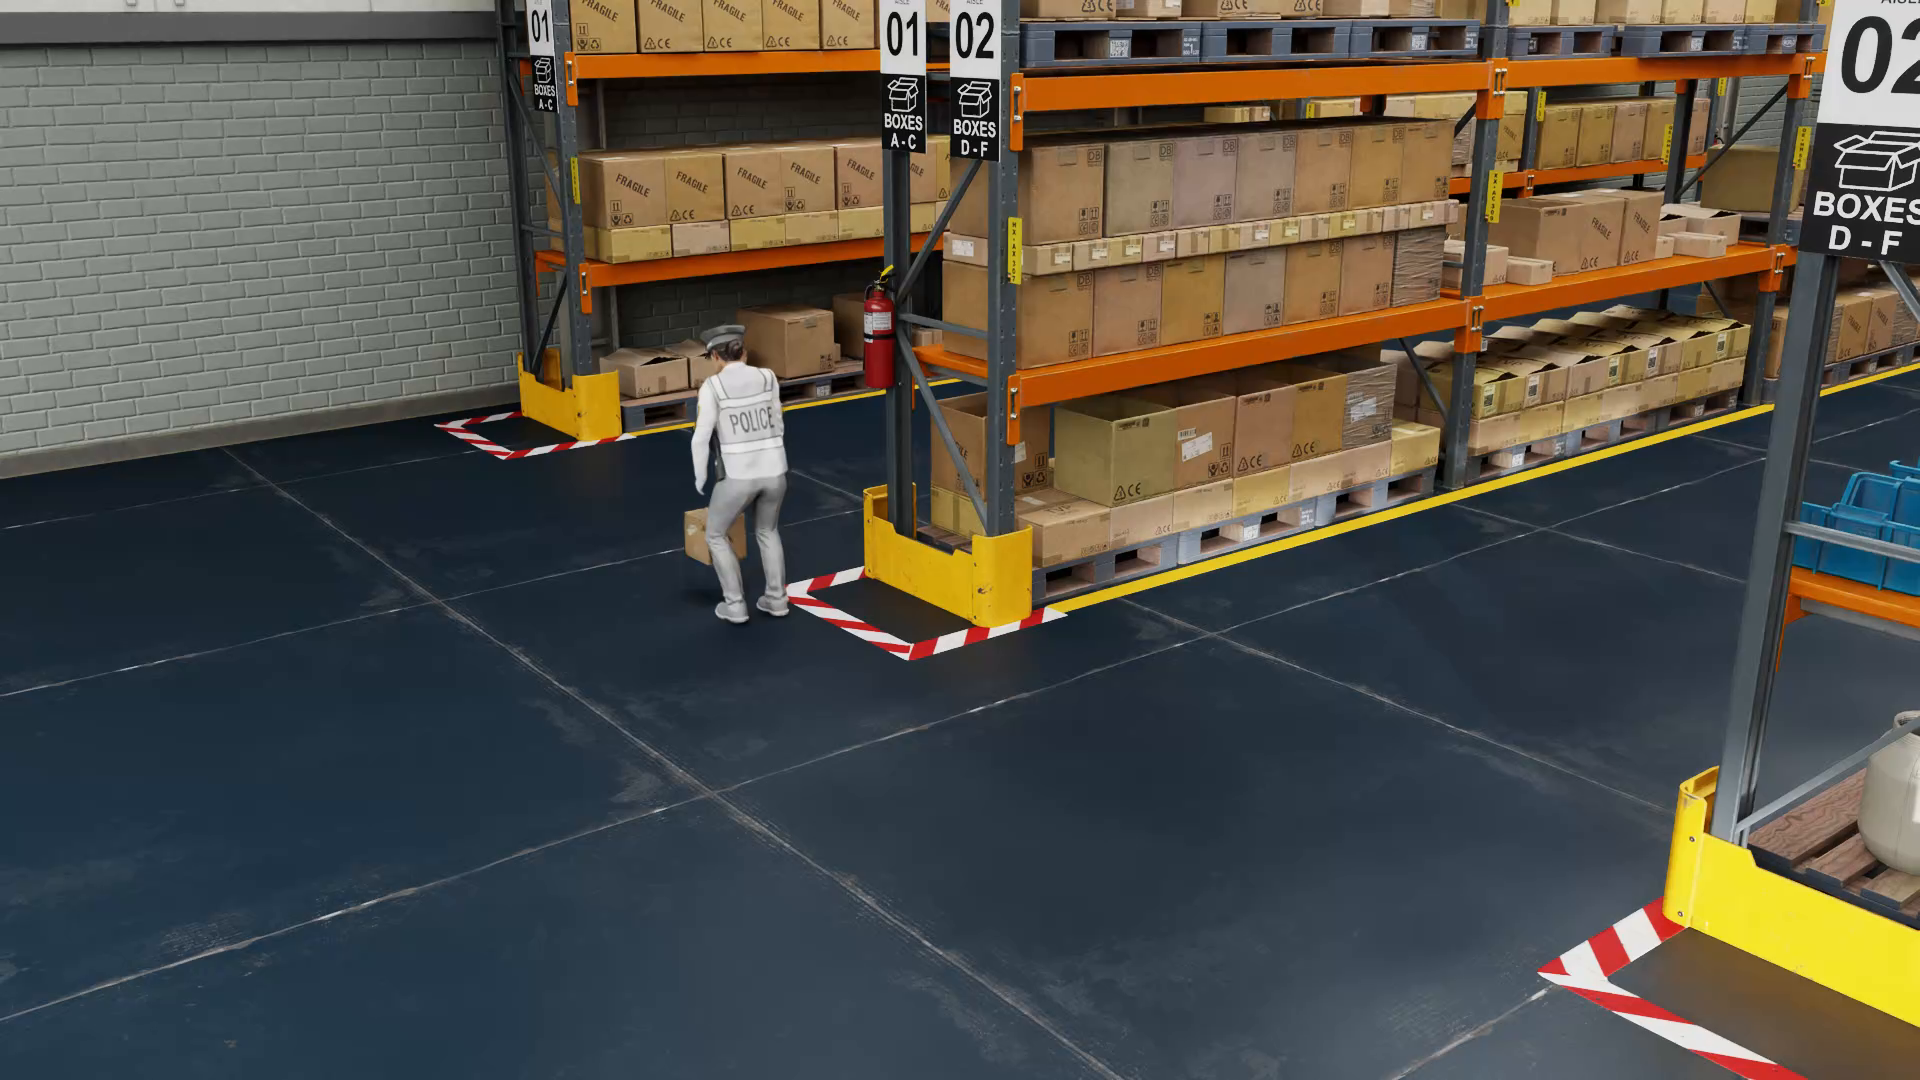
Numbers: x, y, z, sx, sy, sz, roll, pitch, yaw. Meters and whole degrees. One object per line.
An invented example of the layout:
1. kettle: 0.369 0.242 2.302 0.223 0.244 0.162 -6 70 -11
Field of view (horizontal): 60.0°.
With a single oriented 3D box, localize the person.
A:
1. person: -1.163 -0.342 8.781 0.516 1.576 0.522 -10 20 -28
